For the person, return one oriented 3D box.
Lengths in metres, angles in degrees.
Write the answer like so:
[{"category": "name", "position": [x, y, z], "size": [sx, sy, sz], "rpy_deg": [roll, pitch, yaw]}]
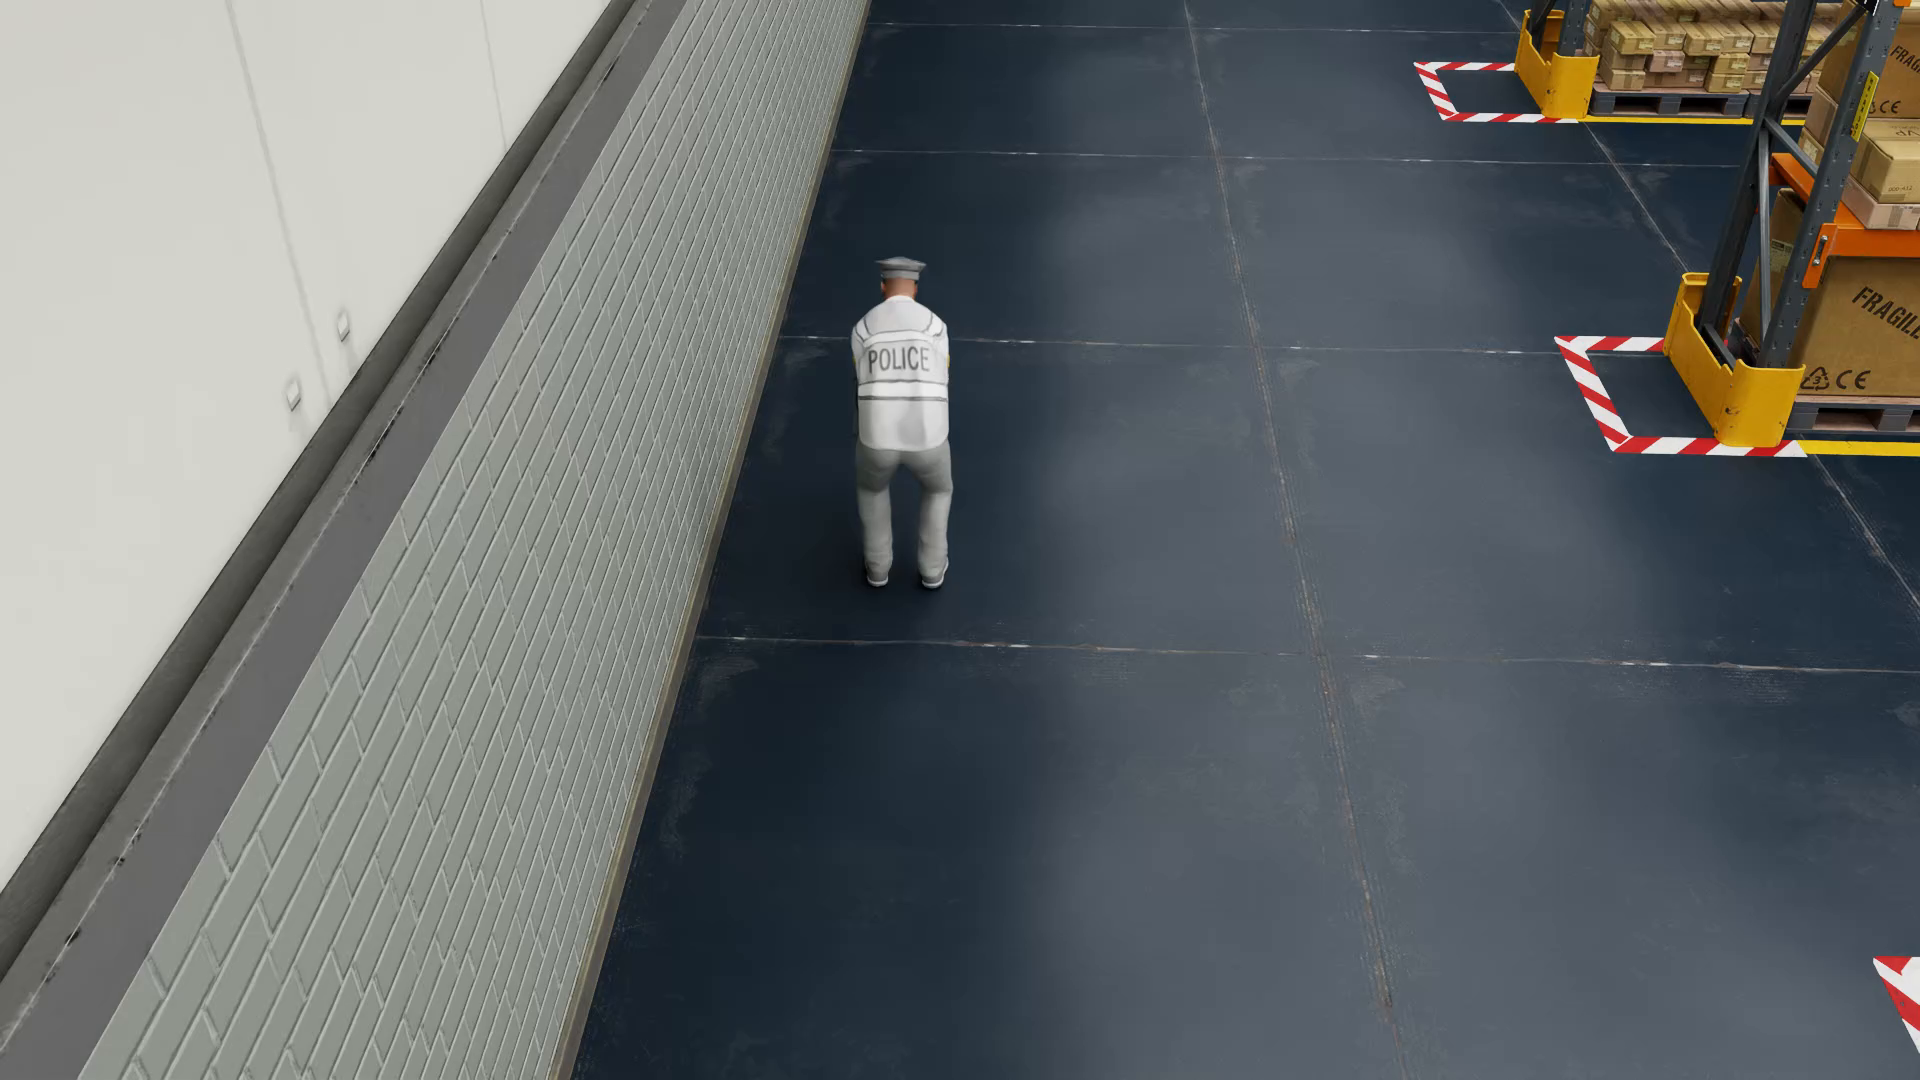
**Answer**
[{"category": "person", "position": [-0.275, -0.556, 8.091], "size": [0.488, 1.528, 0.860], "rpy_deg": [1, 35, 1]}]
